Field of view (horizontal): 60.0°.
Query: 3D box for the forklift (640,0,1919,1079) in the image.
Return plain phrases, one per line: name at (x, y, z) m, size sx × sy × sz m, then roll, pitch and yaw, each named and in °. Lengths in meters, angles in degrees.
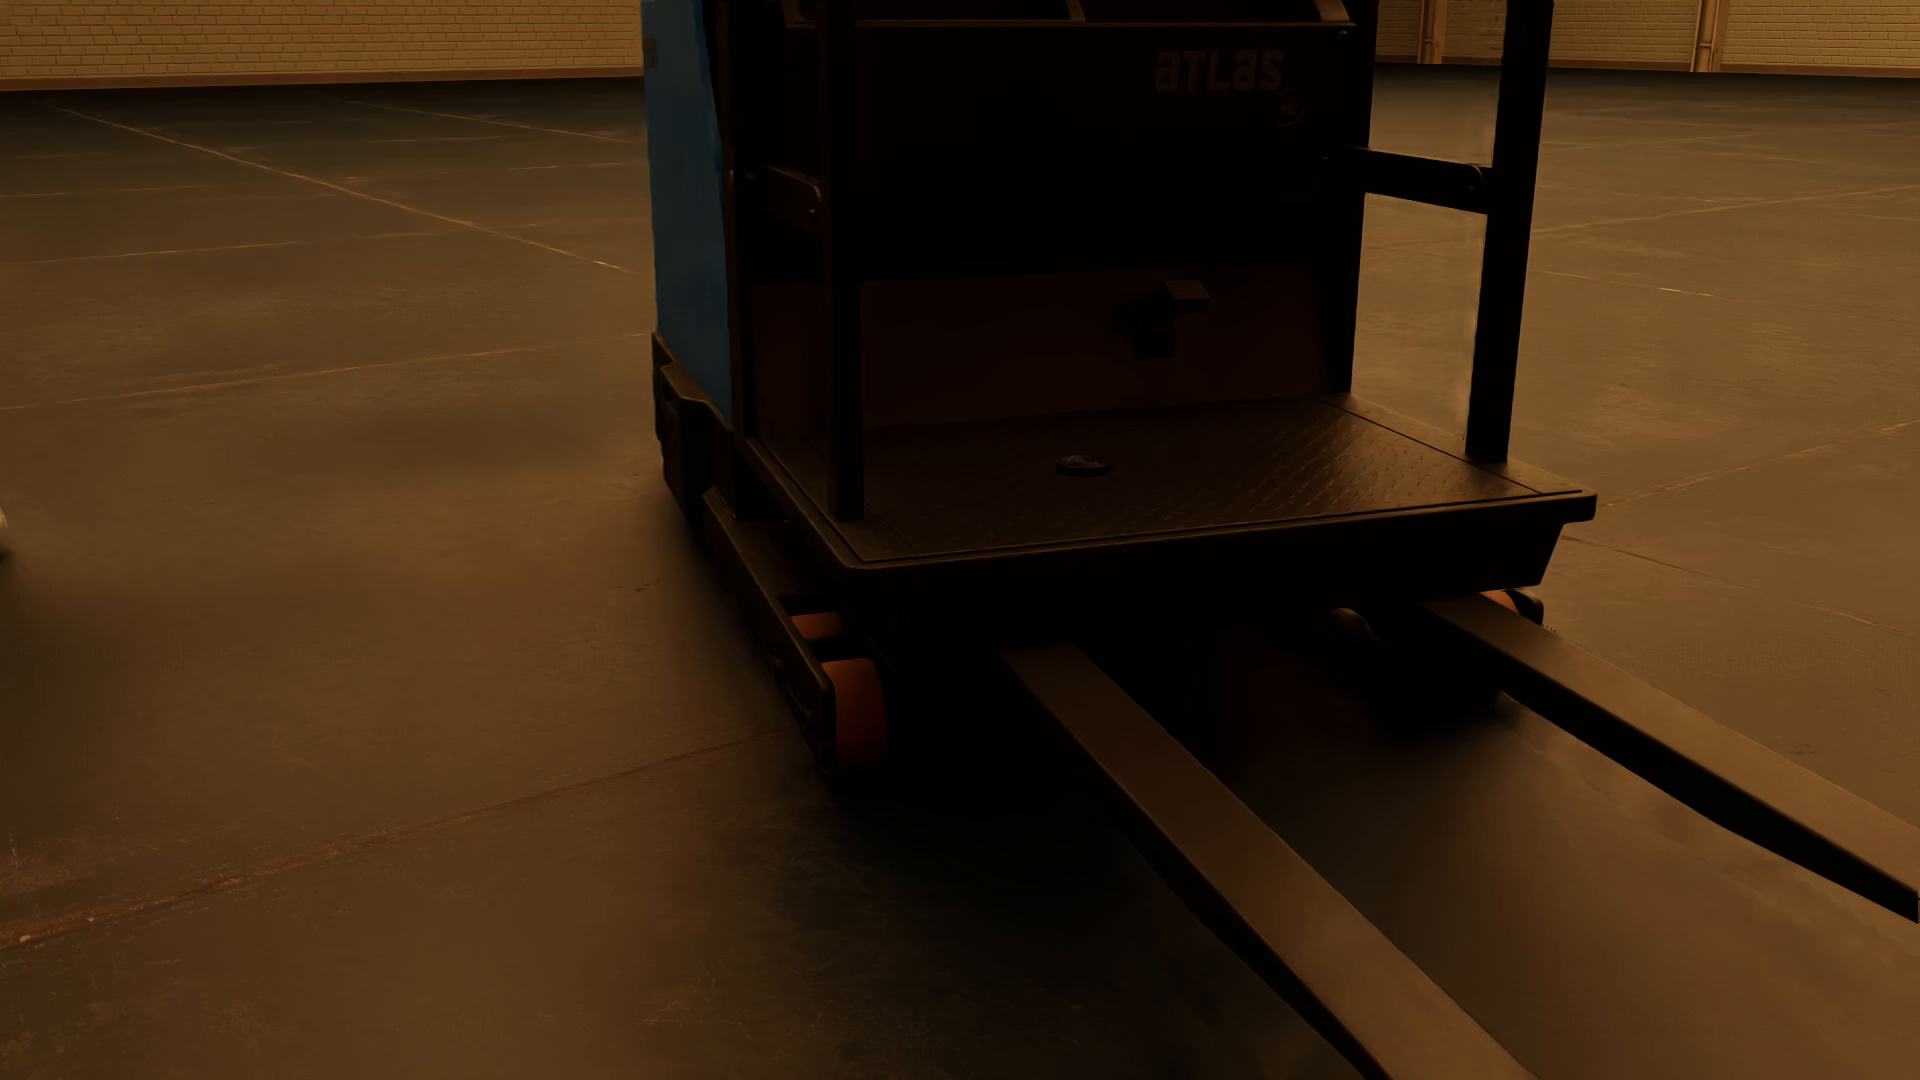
forklift at (0.237, -1.207, 2.261) m, size 1.130 × 2.935 × 3.031 m, roll -6°, pitch 18°, yaw -17°
